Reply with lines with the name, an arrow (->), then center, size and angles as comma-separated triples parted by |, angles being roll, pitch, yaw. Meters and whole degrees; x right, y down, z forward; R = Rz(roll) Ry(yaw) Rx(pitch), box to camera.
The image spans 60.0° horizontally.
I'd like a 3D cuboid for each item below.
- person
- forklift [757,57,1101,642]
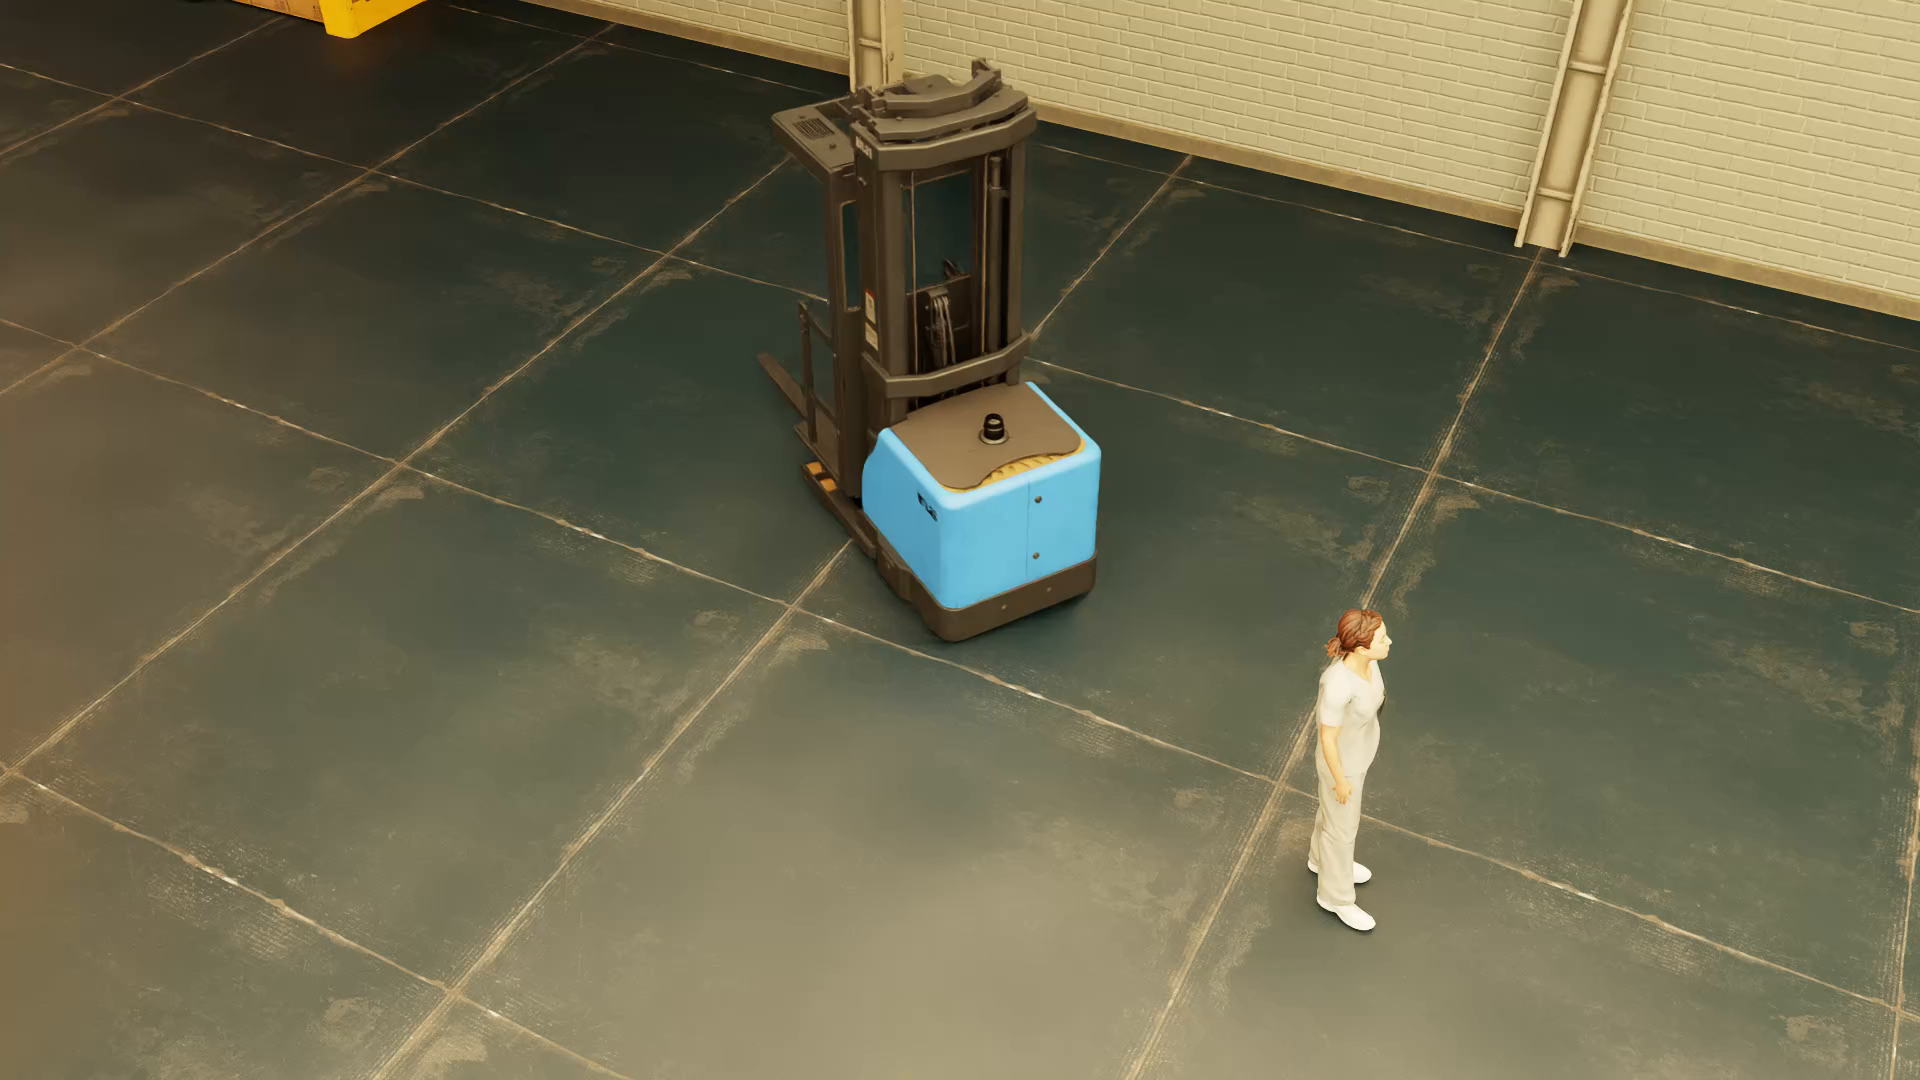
person -> 1.863, 1.024, 7.734 | 0.549, 1.674, 0.550 | 19, 44, 21
forklift -> -0.363, -1.478, 9.741 | 1.130, 2.935, 3.031 | -20, 44, -22
